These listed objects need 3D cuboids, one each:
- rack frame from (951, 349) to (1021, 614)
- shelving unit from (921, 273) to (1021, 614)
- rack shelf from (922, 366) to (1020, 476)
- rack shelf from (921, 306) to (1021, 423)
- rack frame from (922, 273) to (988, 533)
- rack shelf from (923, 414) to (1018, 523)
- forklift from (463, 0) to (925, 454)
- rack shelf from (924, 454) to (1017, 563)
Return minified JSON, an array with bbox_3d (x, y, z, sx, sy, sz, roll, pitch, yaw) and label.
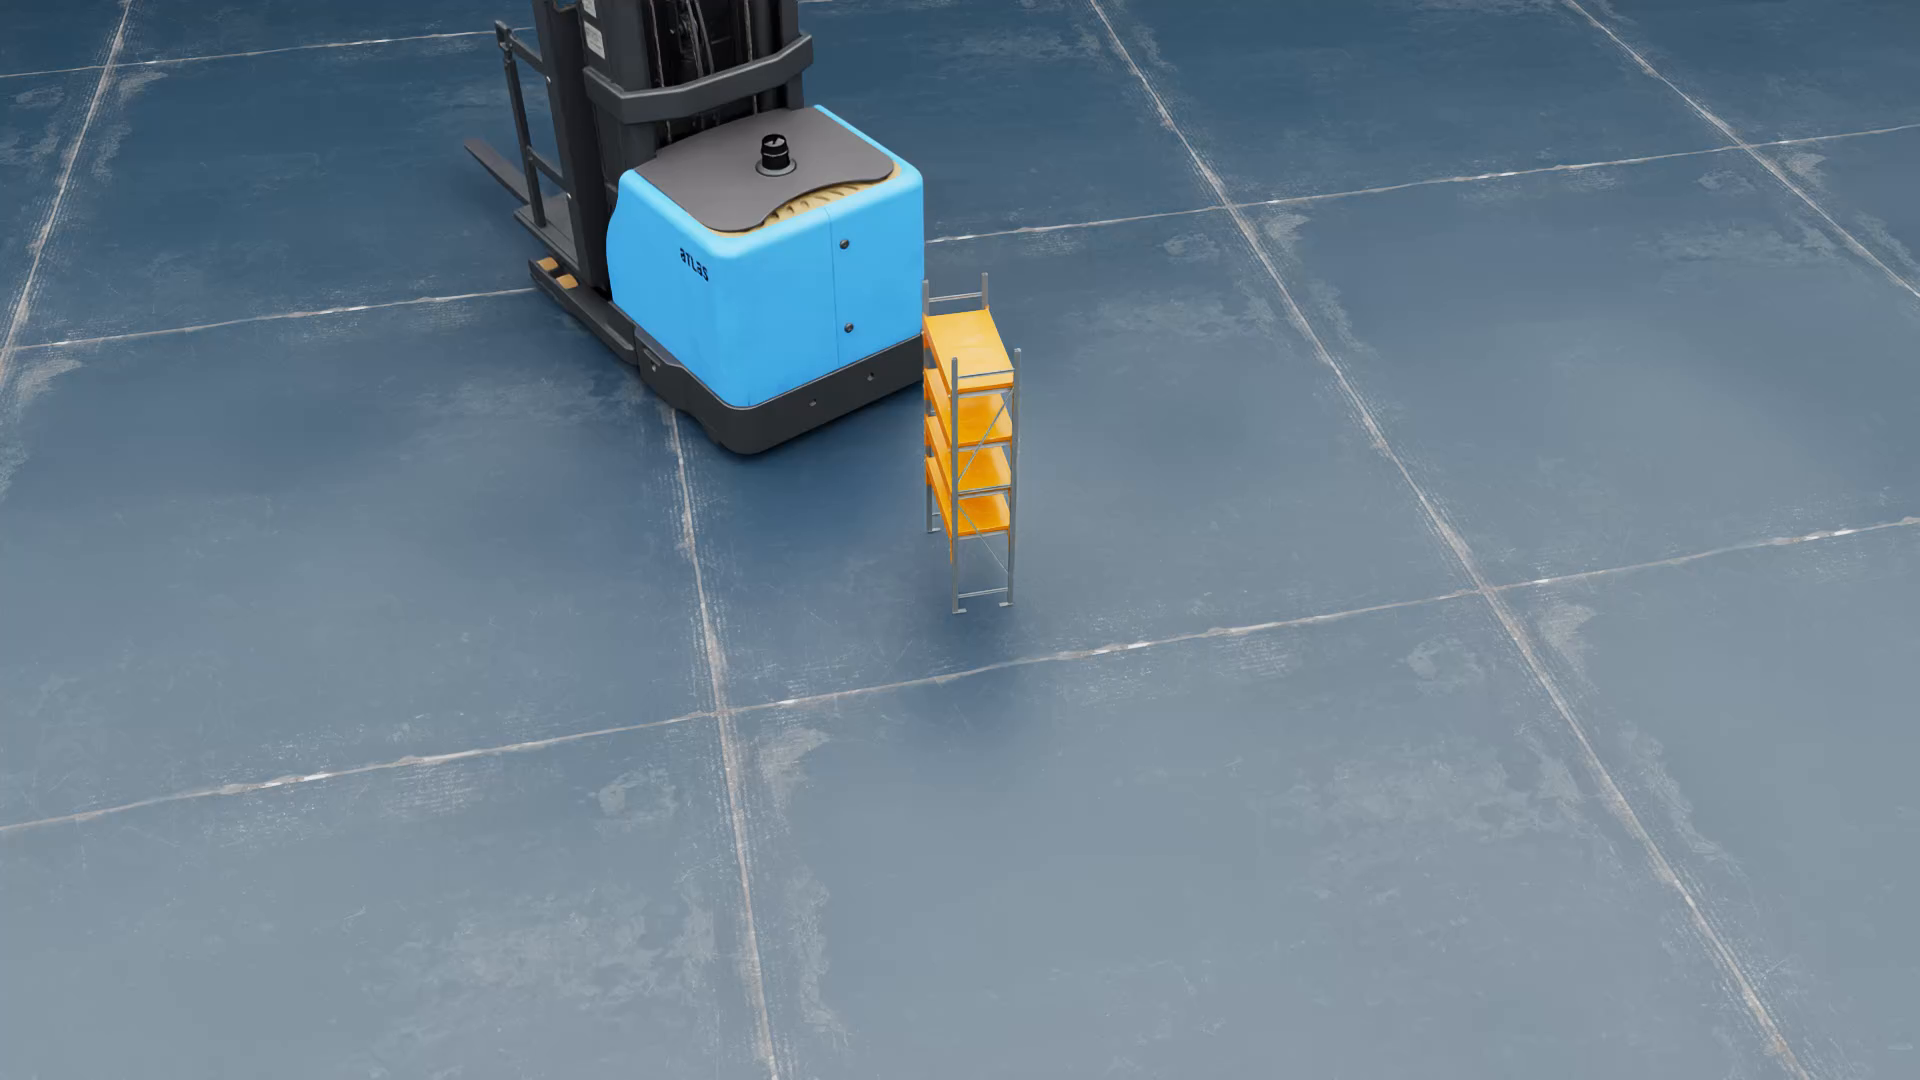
[{"bbox_3d":[0.088,-0.183,6.053,0.240,1.200,0.015,-8,42,-9],"label":"rack frame"},{"bbox_3d":[0.036,-0.341,6.231,0.258,1.200,0.503,-8,42,-9],"label":"shelving unit"},{"bbox_3d":[0.036,-0.458,6.127,0.258,0.148,0.480,-8,42,-9],"label":"rack shelf"},{"bbox_3d":[0.036,-0.635,5.970,0.258,0.148,0.480,-8,42,-9],"label":"rack shelf"},{"bbox_3d":[-0.017,-0.500,6.409,0.240,1.200,0.015,-8,42,-9],"label":"rack frame"},{"bbox_3d":[0.036,-0.291,6.275,0.258,0.148,0.480,-8,42,-9],"label":"rack shelf"},{"bbox_3d":[-1.436,-2.384,7.228,1.130,2.935,3.031,-27,48,-27],"label":"forklift"},{"bbox_3d":[0.036,-0.143,6.407,0.258,0.148,0.480,-8,42,-9],"label":"rack shelf"}]
